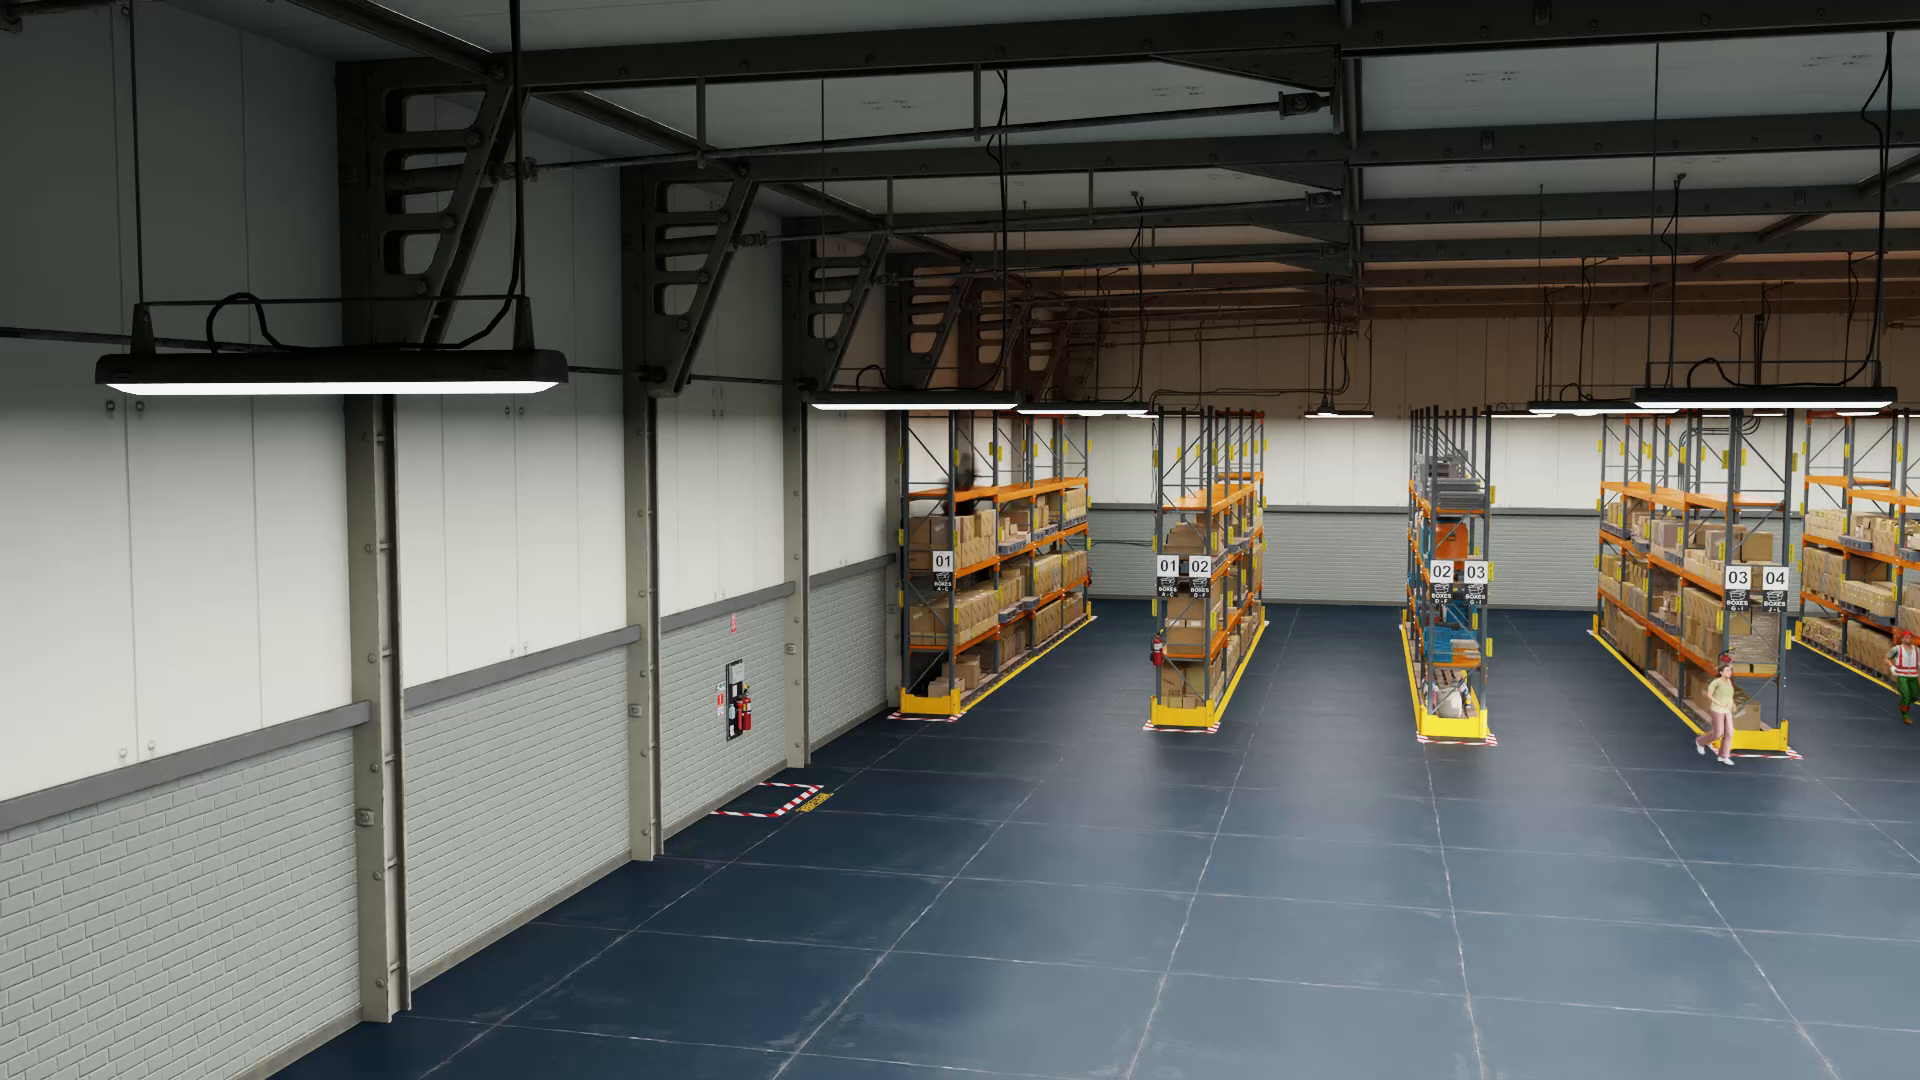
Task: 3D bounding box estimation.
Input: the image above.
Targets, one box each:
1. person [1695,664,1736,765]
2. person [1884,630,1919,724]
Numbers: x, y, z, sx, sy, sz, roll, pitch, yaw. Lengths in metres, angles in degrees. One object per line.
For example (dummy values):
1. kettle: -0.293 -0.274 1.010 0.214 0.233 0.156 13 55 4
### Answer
1. person: 12.796 2.911 28.024 0.604 1.649 0.752 -2 4 -24
2. person: 17.944 2.585 31.581 0.653 1.748 0.780 1 4 7
